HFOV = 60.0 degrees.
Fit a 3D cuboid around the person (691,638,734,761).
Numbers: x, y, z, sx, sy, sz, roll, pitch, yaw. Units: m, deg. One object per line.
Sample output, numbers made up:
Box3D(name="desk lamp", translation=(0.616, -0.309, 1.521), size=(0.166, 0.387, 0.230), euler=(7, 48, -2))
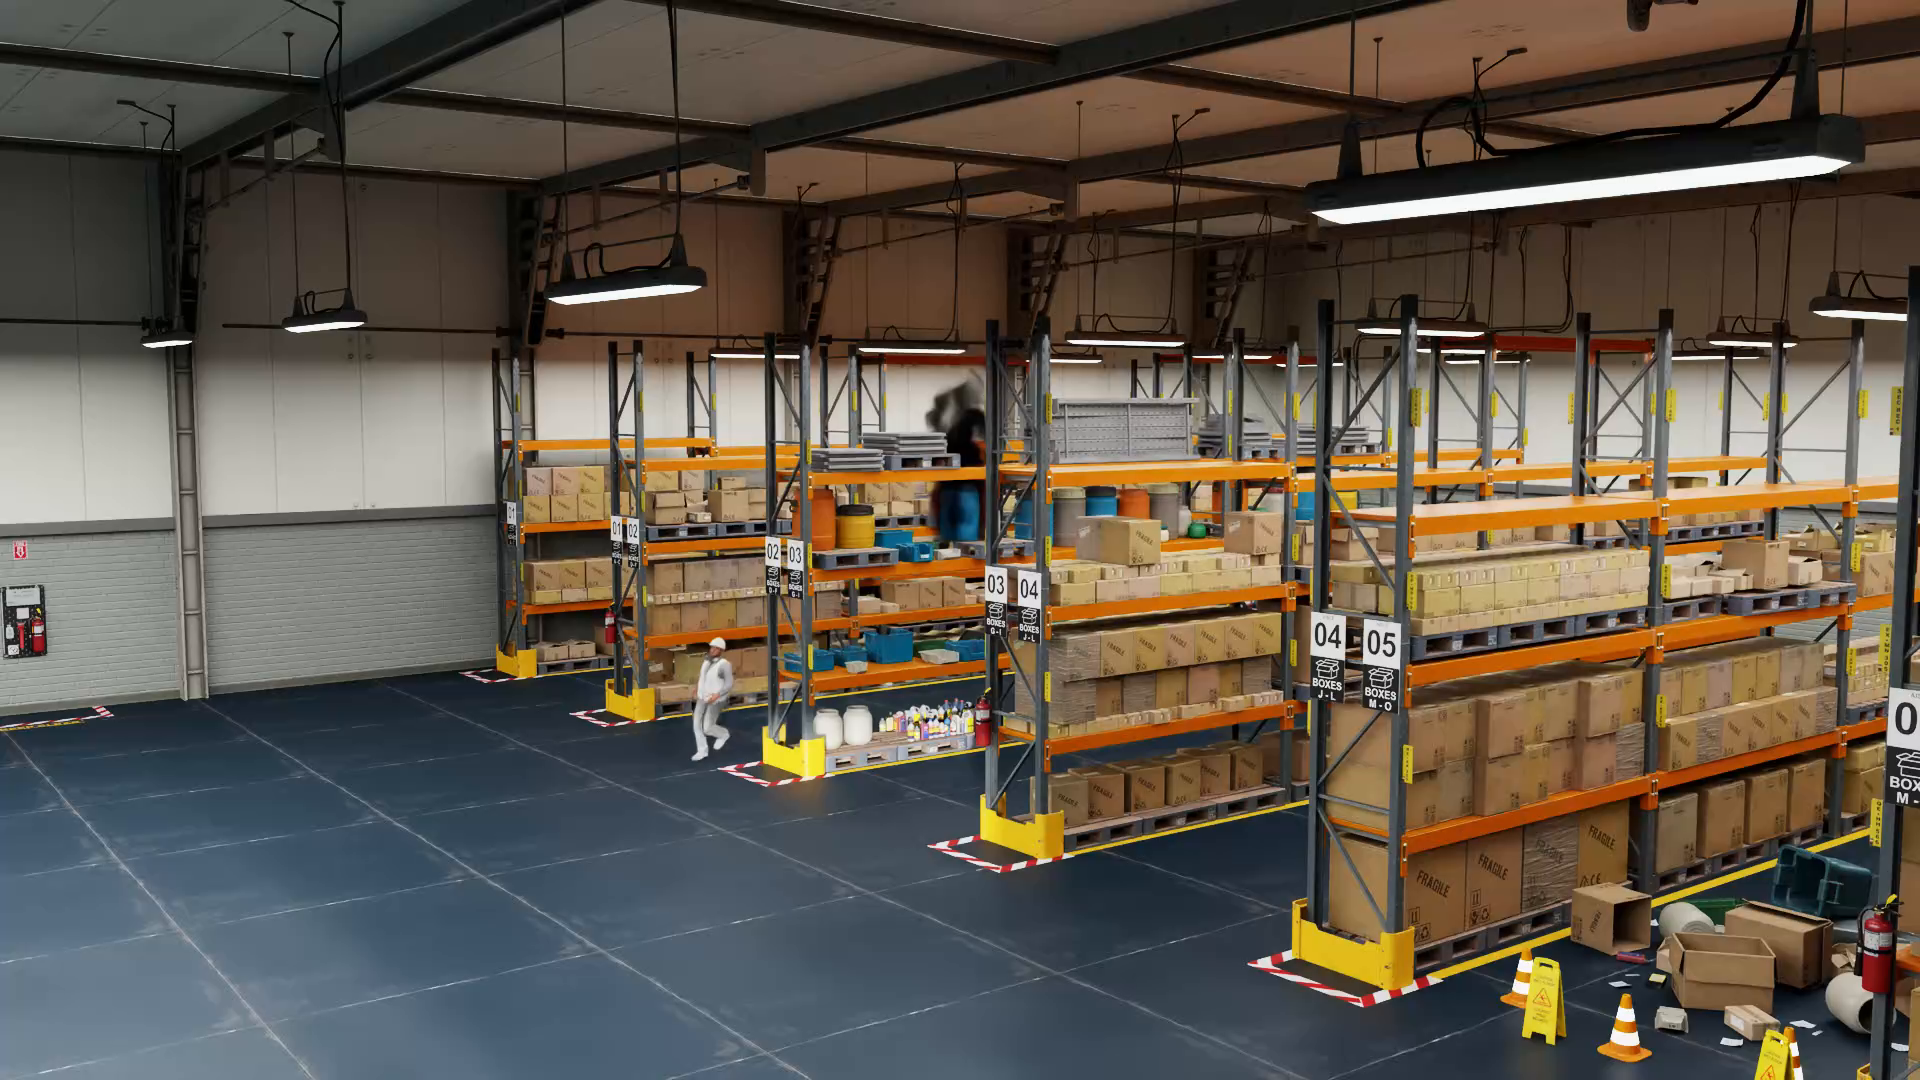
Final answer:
Box3D(name="person", translation=(-3.473, 2.247, 23.593), size=(0.703, 1.732, 0.658), euler=(3, 6, 34))
